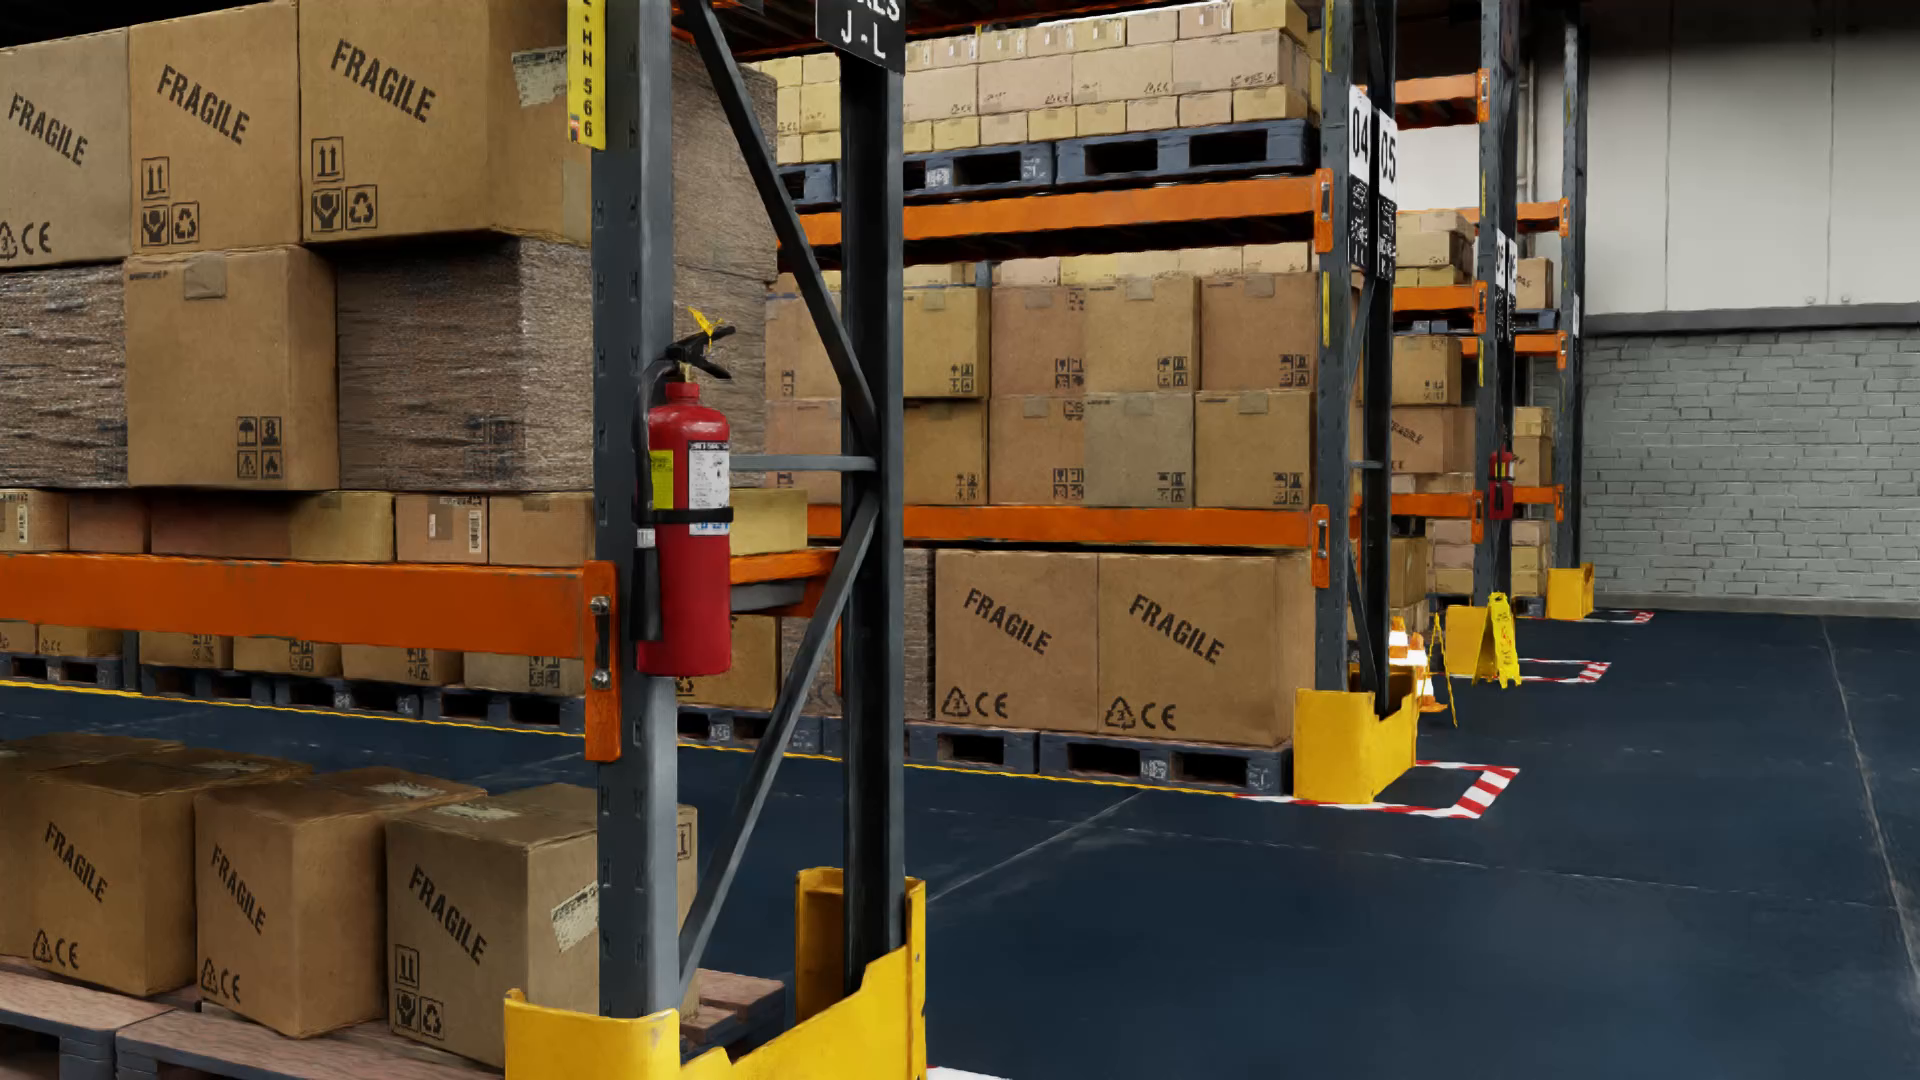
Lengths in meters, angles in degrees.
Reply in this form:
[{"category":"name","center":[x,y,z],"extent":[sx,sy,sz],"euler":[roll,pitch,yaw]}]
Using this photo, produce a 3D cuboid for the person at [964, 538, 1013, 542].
[{"category":"person","center":[0.317,-0.046,16.108],"extent":[0.931,1.629,0.499],"euler":[2,3,33]}]
